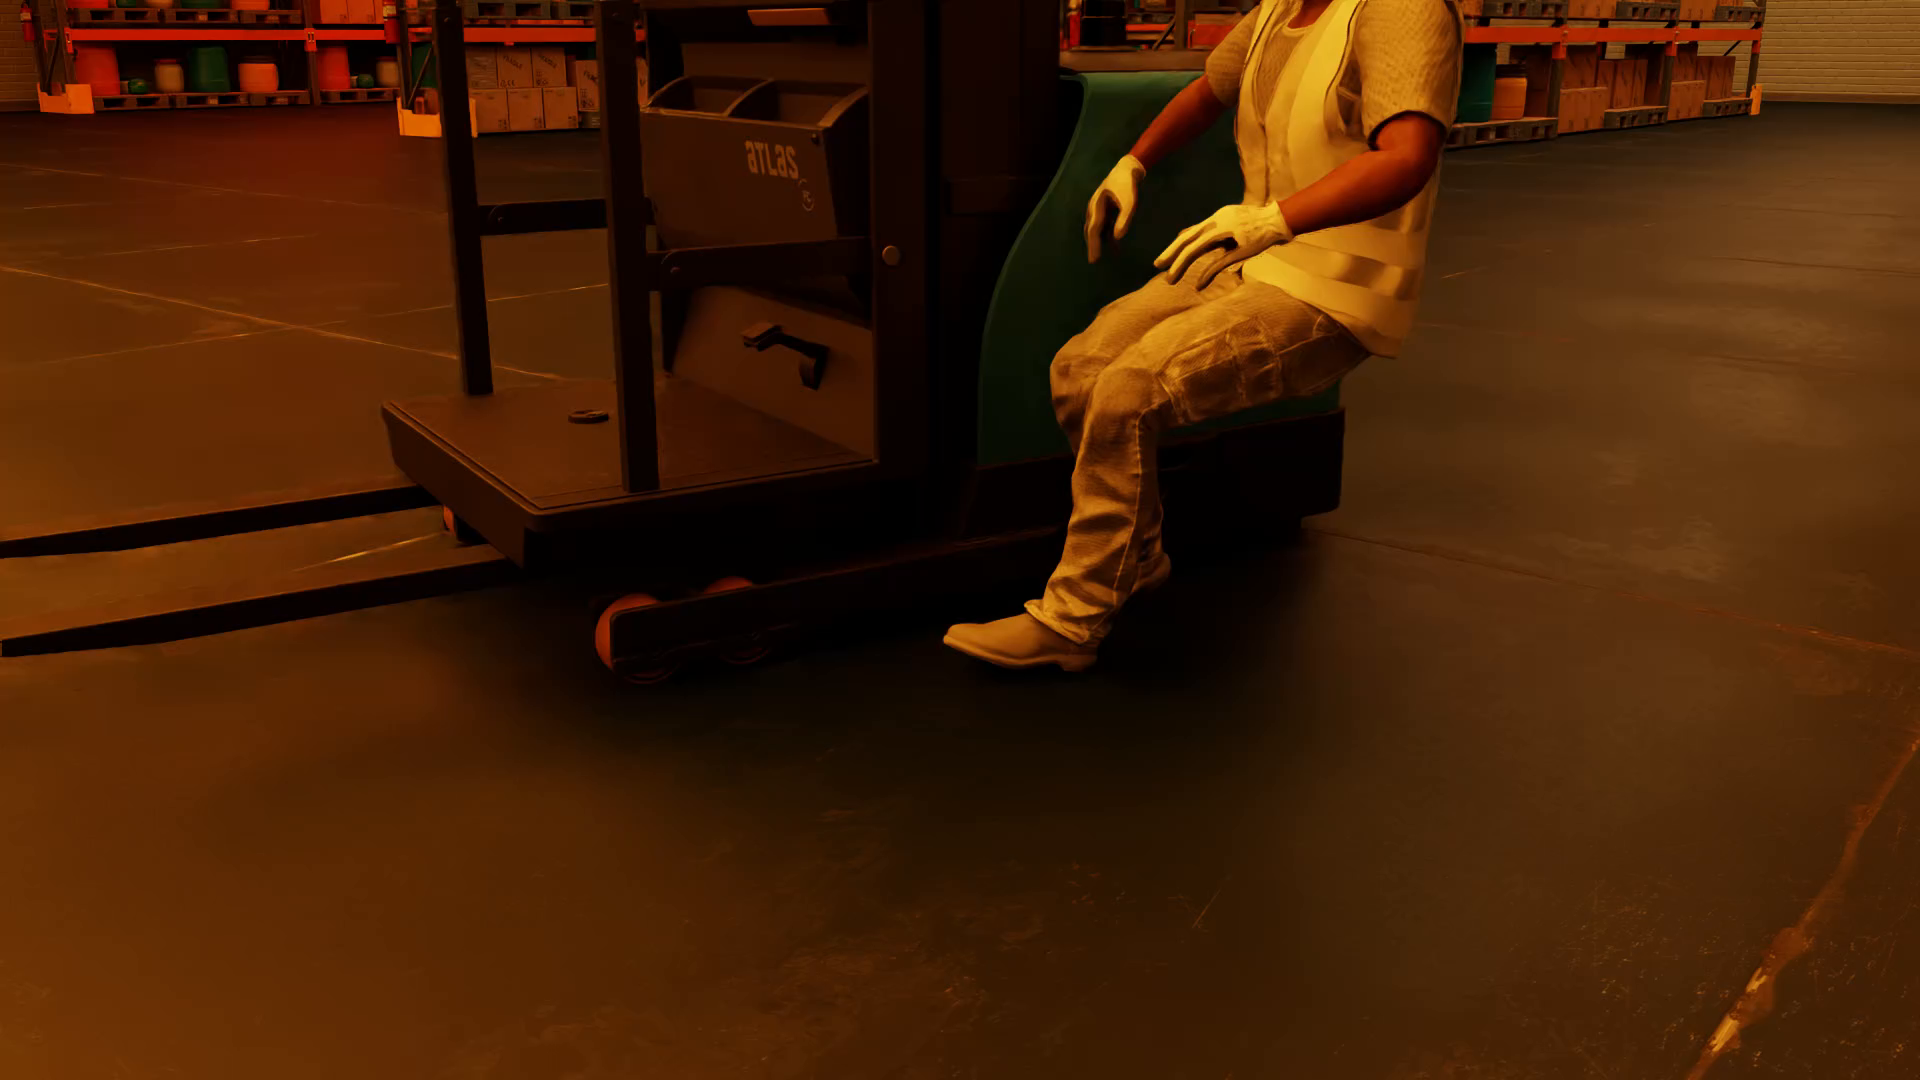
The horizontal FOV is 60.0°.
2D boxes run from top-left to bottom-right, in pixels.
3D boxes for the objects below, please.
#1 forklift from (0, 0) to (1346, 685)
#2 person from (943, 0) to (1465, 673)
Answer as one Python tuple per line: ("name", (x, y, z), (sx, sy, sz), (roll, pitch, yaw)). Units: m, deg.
("forklift", (-0.613, -1.310, 3.211), (3.031, 2.935, 1.130), (-10, 20, -31))
("person", (0.405, -0.490, 3.017), (0.913, 1.567, 0.846), (-7, 18, -20))
